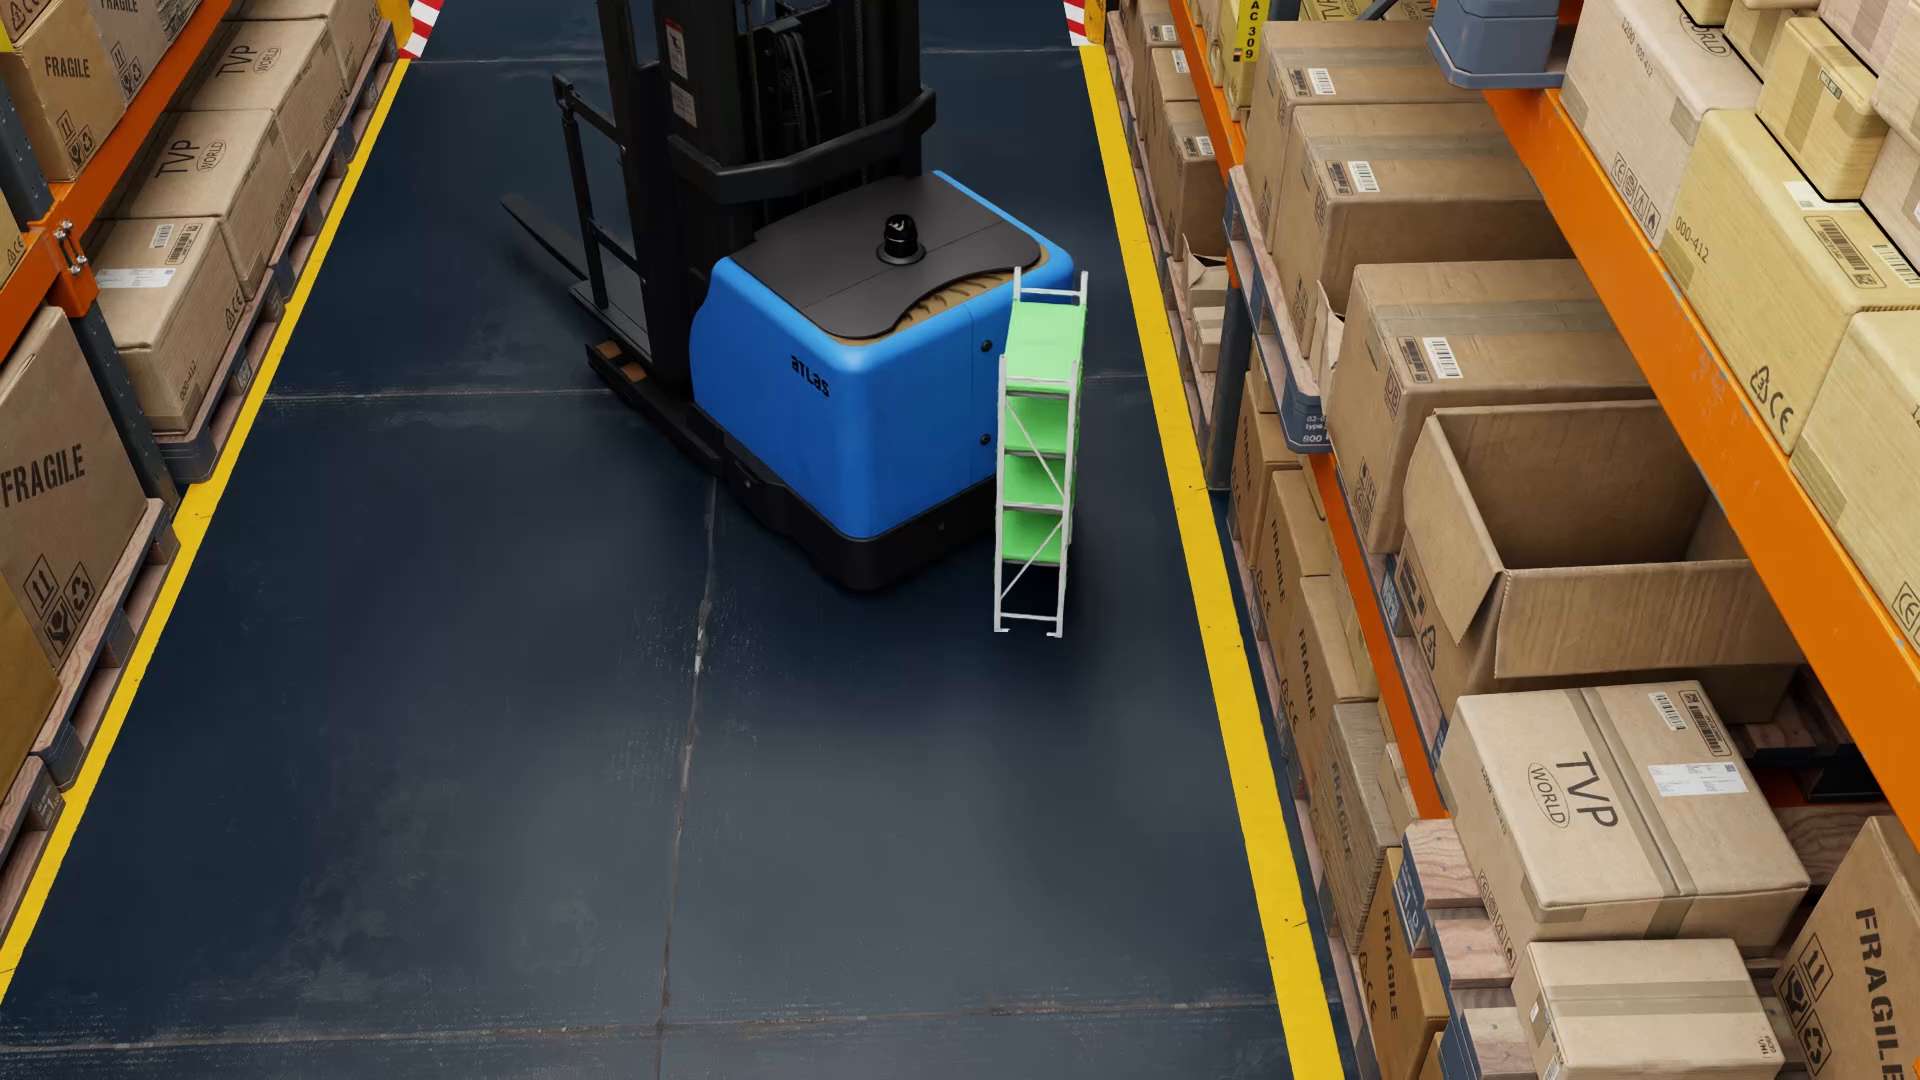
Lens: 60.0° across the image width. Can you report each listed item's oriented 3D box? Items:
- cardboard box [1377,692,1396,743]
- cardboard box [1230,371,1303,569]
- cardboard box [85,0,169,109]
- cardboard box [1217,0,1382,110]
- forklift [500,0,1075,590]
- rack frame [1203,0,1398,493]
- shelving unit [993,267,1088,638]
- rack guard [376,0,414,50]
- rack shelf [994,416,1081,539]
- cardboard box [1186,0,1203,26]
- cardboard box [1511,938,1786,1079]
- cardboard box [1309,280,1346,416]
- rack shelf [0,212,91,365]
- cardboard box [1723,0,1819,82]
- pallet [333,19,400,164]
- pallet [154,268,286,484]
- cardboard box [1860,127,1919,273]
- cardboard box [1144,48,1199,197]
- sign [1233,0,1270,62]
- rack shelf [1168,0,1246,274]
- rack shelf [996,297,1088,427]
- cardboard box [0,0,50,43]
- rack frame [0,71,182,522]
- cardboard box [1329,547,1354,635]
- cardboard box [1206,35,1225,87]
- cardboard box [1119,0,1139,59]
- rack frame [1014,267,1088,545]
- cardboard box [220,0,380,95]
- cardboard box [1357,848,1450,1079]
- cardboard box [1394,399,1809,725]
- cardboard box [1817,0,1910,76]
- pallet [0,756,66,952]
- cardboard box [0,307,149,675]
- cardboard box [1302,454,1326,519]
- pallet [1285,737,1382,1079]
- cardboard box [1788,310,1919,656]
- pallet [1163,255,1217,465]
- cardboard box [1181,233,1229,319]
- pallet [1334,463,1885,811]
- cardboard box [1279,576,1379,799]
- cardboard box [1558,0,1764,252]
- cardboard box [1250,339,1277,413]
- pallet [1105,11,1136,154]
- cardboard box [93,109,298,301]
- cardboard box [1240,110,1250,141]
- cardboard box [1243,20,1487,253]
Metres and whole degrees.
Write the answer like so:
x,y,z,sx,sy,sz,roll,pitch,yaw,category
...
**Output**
x,y,z,sx,sy,sz,roll,pitch,yaw,category
1.367,0.492,4.552,0.380,0.149,0.250,-1,43,-2,cardboard box
1.255,-0.246,5.838,0.500,0.500,0.500,0,43,0,cardboard box
-3.275,-1.902,6.031,0.500,0.500,0.500,-1,43,-2,cardboard box
1.194,-1.737,5.816,0.500,0.250,0.500,-1,43,-1,cardboard box
-0.902,-1.835,6.083,1.130,2.935,3.031,-29,50,-28,forklift
1.459,-1.346,5.499,1.000,3.000,0.127,-2,43,-2,rack frame
0.270,-0.275,5.662,0.258,1.200,0.503,5,43,5,shelving unit
-3.671,-2.996,9.149,1.175,0.500,0.348,-2,43,-2,rack guard
0.270,-0.228,5.705,0.258,0.148,0.480,5,43,5,rack shelf
1.103,-2.161,6.574,0.380,0.149,0.250,-2,43,-2,cardboard box
1.218,0.860,2.967,0.380,0.149,0.250,-1,43,-1,cardboard box
1.135,-0.502,4.367,0.396,0.266,0.258,0,43,0,cardboard box
-3.415,0.414,4.111,1.077,0.370,4.000,-2,43,-2,rack shelf
1.382,-0.766,2.461,0.380,0.149,0.250,-1,43,-1,cardboard box
-3.557,-2.336,8.642,1.003,0.211,1.213,-2,43,-2,pallet
-3.454,-0.689,6.845,1.003,0.211,1.213,-2,43,-2,pallet
1.397,-0.429,2.095,0.380,0.149,0.250,-1,43,-1,cardboard box
1.141,-1.926,7.671,0.500,0.500,0.500,-1,43,-1,cardboard box
0.918,-1.645,5.184,0.100,0.325,0.005,-2,43,-2,sign
1.374,-2.431,7.215,1.077,0.370,4.000,-2,43,-2,rack shelf
0.270,-0.582,5.381,0.258,0.148,0.480,5,43,5,rack shelf
-3.278,-1.935,5.327,0.500,0.500,0.500,-1,43,-2,cardboard box
-3.500,-1.201,5.341,1.000,3.000,0.127,-2,43,-2,rack frame
1.319,0.143,4.933,0.380,0.149,0.250,-2,43,-2,cardboard box
1.126,-1.811,6.192,0.380,0.149,0.250,-1,43,-1,cardboard box
1.221,-2.865,8.693,0.797,0.503,0.637,-3,43,-3,cardboard box
0.298,-0.439,5.841,0.240,1.200,0.015,5,43,5,rack frame
-3.542,-2.669,8.527,0.875,0.438,0.875,-3,43,-3,cardboard box
1.361,1.150,4.314,0.500,0.500,0.500,0,43,0,cardboard box
1.375,0.065,3.572,0.797,0.503,0.637,-3,43,-3,cardboard box
1.383,-0.708,2.178,0.380,0.149,0.250,-2,43,-2,cardboard box
-3.337,1.171,4.816,1.003,0.211,1.213,-2,43,-2,pallet
-3.393,-0.156,5.462,0.875,0.875,0.875,0,43,0,cardboard box
1.320,-0.211,5.319,0.380,0.149,0.250,-4,43,-4,cardboard box
1.587,1.055,4.942,1.003,0.211,1.213,-2,43,-2,pallet
1.365,-0.036,1.960,0.500,0.250,0.500,-3,43,-3,cardboard box
1.431,-0.782,6.947,1.003,0.211,1.213,-2,43,-2,pallet
1.127,-1.102,6.945,0.396,0.266,0.258,0,43,0,cardboard box
1.542,0.112,4.050,1.003,0.211,1.213,-2,43,-2,pallet
1.304,0.450,5.079,0.500,0.500,0.500,-3,43,-3,cardboard box
1.321,-0.713,2.699,0.500,0.250,0.500,-2,43,-2,cardboard box
1.209,-0.569,5.710,0.380,0.149,0.250,0,43,0,cardboard box
1.328,-2.429,8.744,1.003,0.211,1.213,-2,43,-2,pallet
-3.458,-1.443,7.190,0.875,0.438,0.875,-3,43,-3,cardboard box
1.194,-1.462,5.811,0.380,0.149,0.250,-1,43,-1,cardboard box
1.256,-1.205,4.960,0.700,0.500,0.500,-1,43,-1,cardboard box
